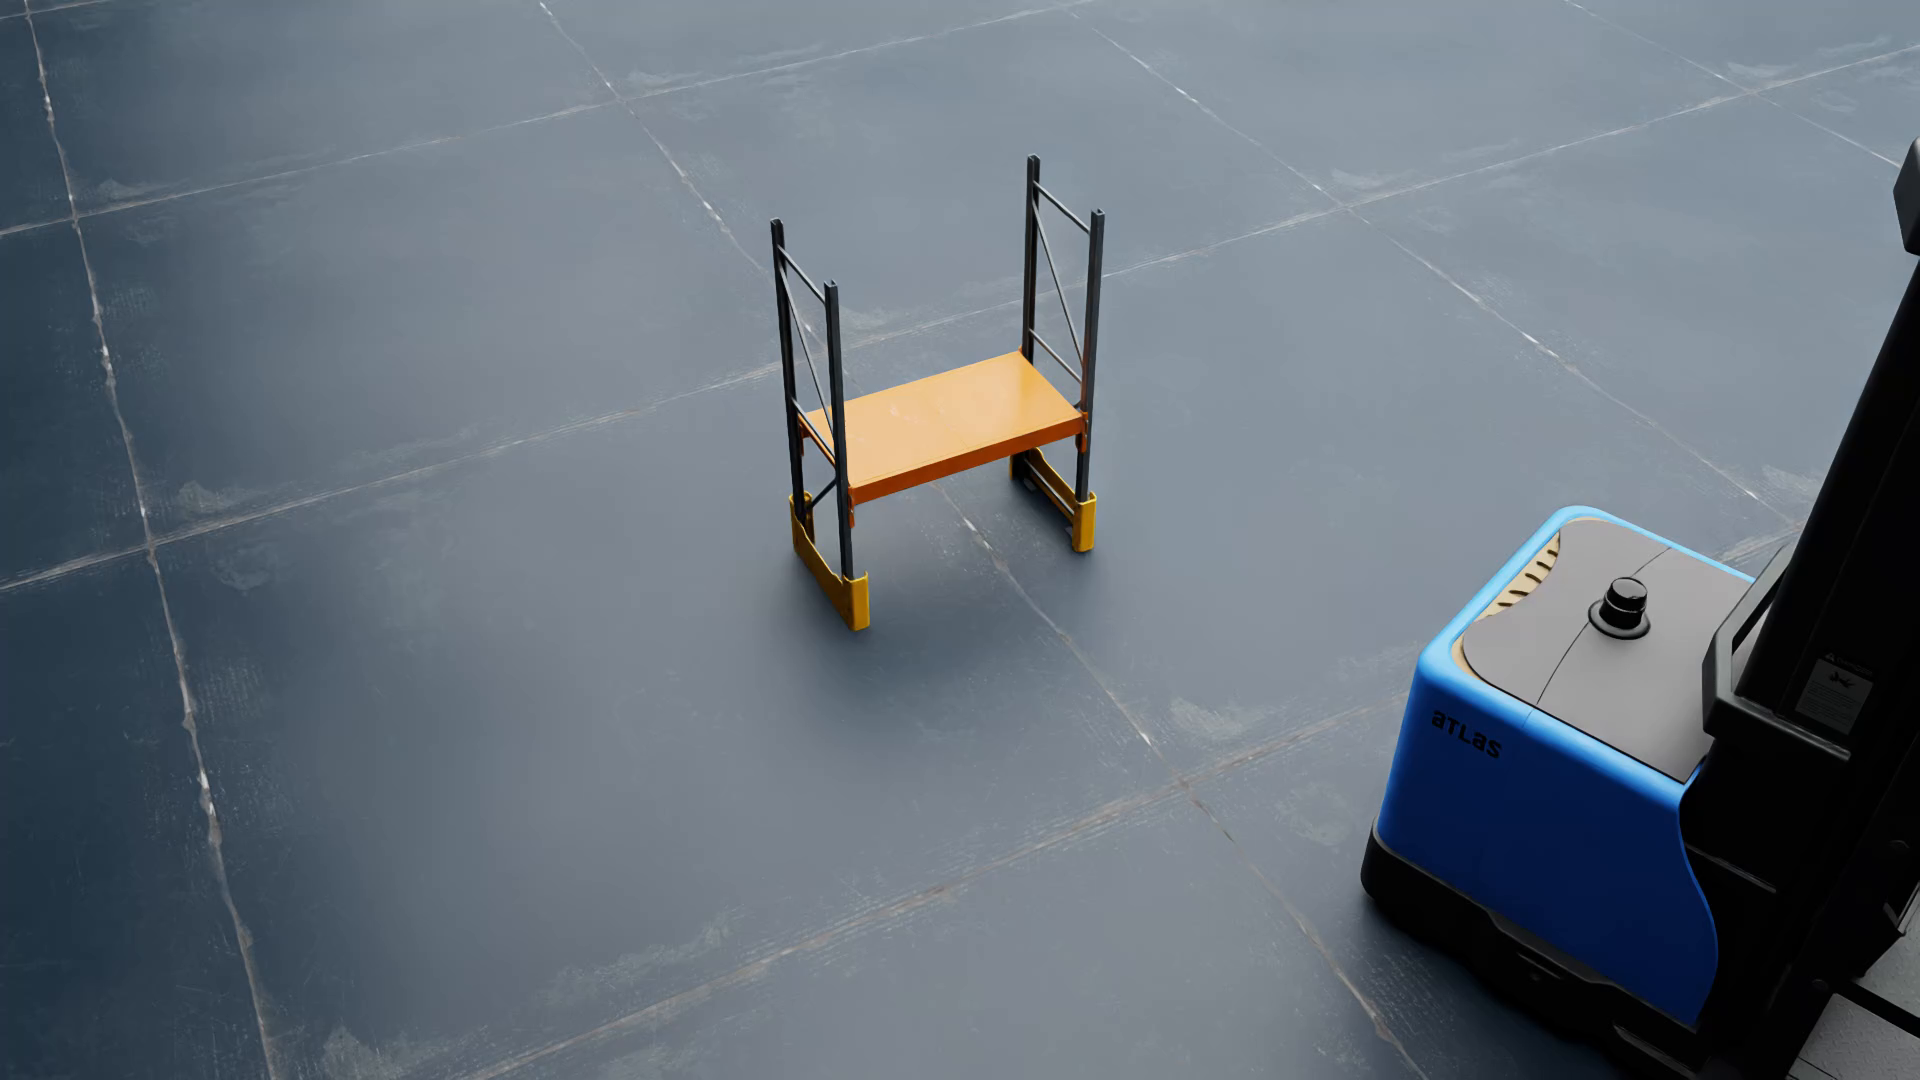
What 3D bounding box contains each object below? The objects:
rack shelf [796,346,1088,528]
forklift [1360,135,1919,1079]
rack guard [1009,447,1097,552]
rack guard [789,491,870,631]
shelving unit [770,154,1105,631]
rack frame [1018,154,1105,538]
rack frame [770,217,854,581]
[{"bbox_3d":[-0.076,-0.410,6.352,1.000,0.185,0.538,-19,44,-21],"label":"rack shelf"},{"bbox_3d":[2.728,0.429,3.975,3.031,2.935,1.130,30,48,30],"label":"forklift"},{"bbox_3d":[0.374,-0.221,6.818,0.087,0.250,0.587,-19,44,-21],"label":"rack guard"},{"bbox_3d":[-0.509,0.076,6.467,0.087,0.250,0.587,-19,44,-21],"label":"rack guard"},{"bbox_3d":[-0.068,-0.550,6.239,1.083,1.500,0.587,-19,44,-21],"label":"shelving unit"},{"bbox_3d":[0.375,-0.699,6.415,0.032,1.500,0.500,-19,44,-21],"label":"rack frame"},{"bbox_3d":[-0.527,-0.395,6.056,0.032,1.500,0.500,-19,44,-21],"label":"rack frame"}]
